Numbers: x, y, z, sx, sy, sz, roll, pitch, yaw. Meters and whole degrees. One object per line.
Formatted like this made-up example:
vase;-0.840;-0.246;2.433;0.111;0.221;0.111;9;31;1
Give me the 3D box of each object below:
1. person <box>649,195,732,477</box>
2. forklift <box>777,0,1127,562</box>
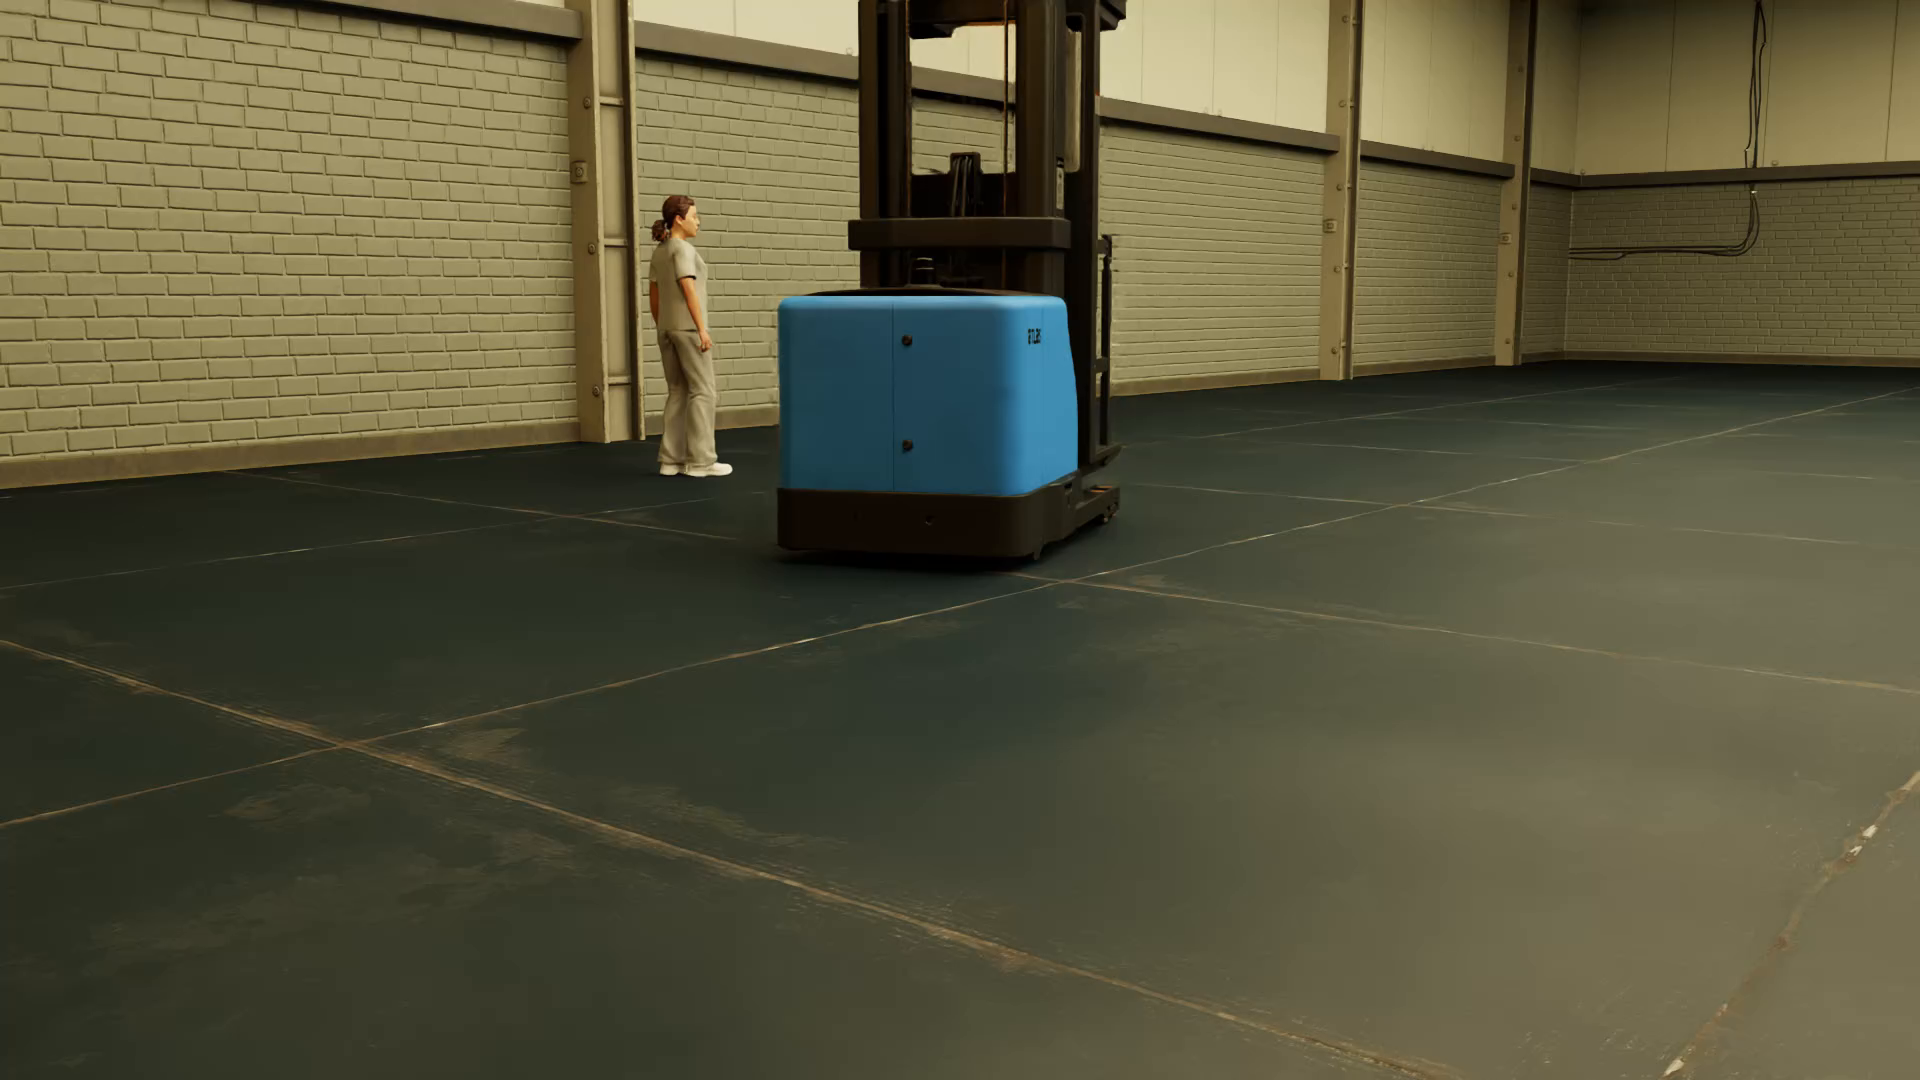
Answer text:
person;-1.632;-1.224;10.000;0.410;1.671;0.559;-7;11;-40
forklift;0.154;-1.539;7.796;1.130;2.935;3.031;2;9;16
